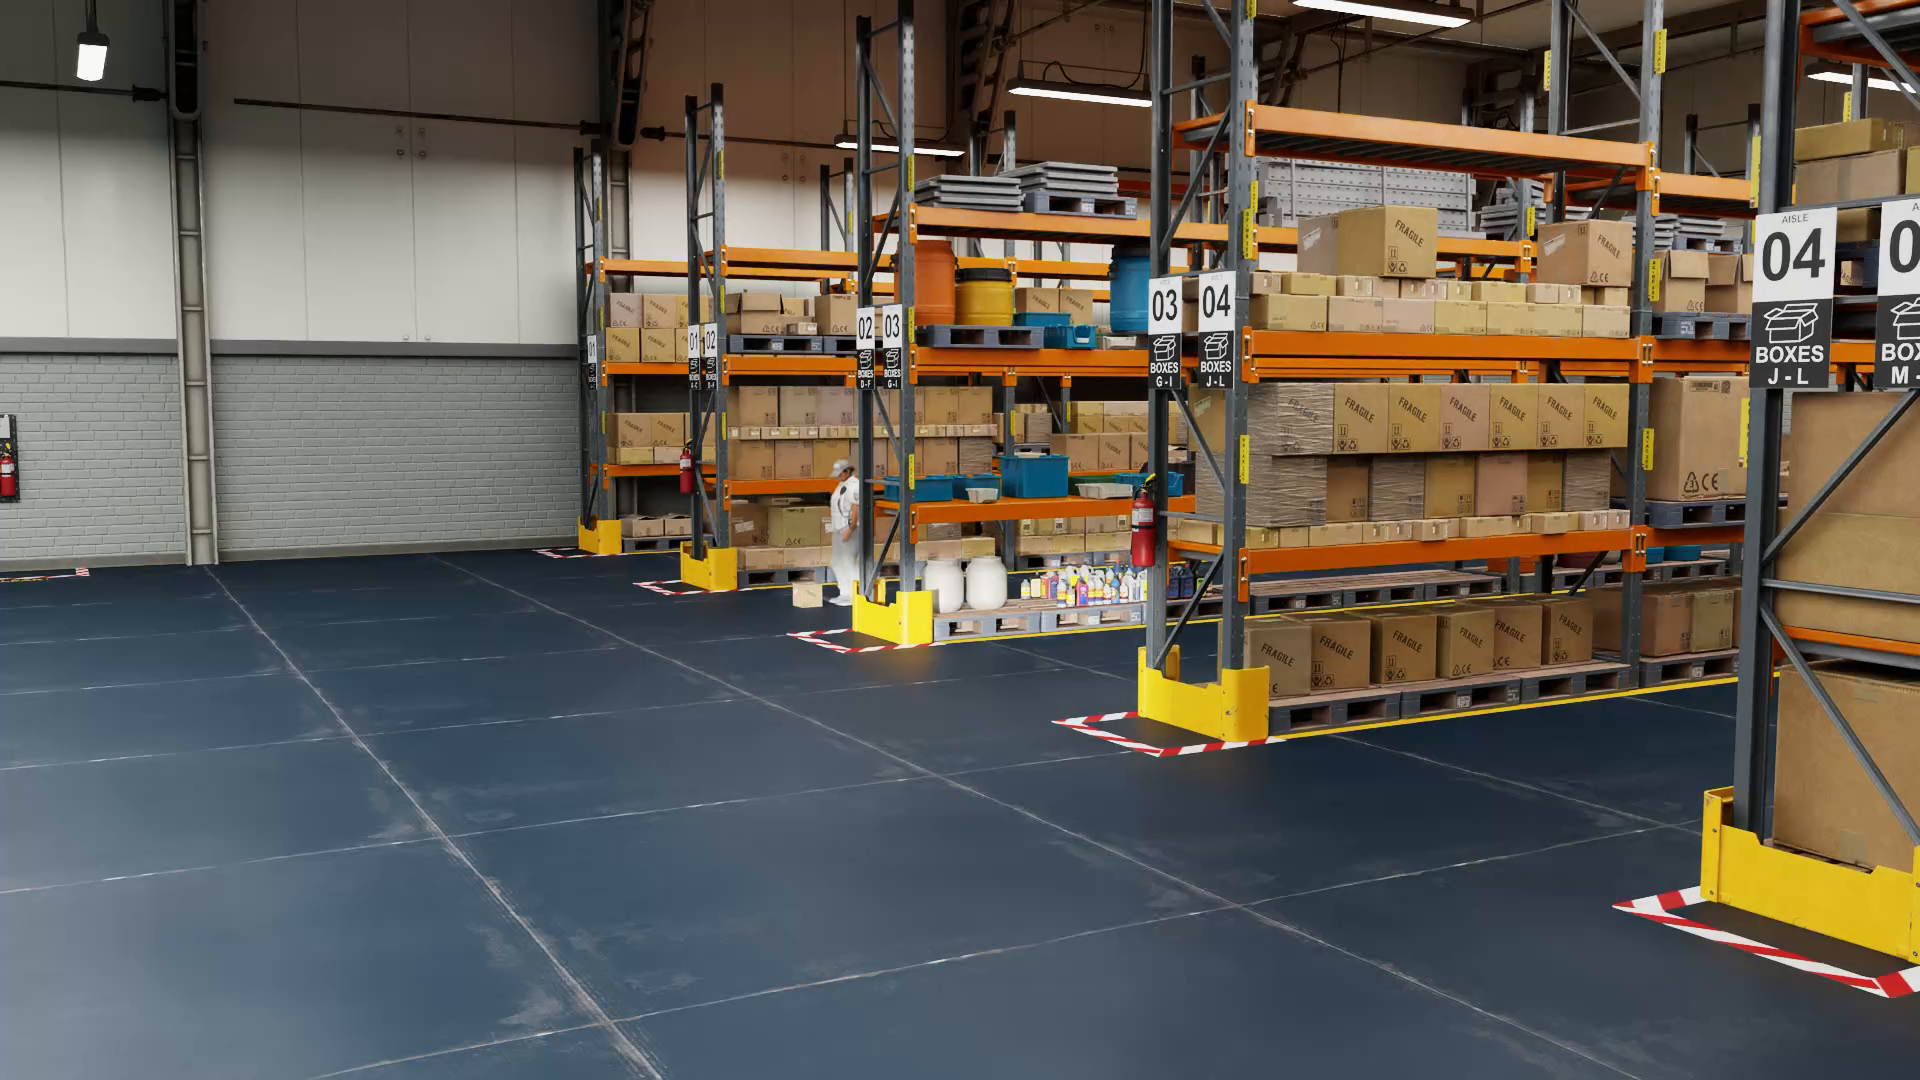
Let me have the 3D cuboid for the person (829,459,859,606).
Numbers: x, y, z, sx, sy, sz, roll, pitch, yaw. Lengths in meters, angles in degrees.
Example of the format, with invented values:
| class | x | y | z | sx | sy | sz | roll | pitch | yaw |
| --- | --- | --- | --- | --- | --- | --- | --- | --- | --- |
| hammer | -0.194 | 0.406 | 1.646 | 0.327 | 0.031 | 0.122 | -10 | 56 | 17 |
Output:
| class | x | y | z | sx | sy | sz | roll | pitch | yaw |
| --- | --- | --- | --- | --- | --- | --- | --- | --- | --- |
| person | -1.267 | -0.093 | 18.717 | 0.429 | 1.643 | 0.483 | -3 | 6 | -27 |
